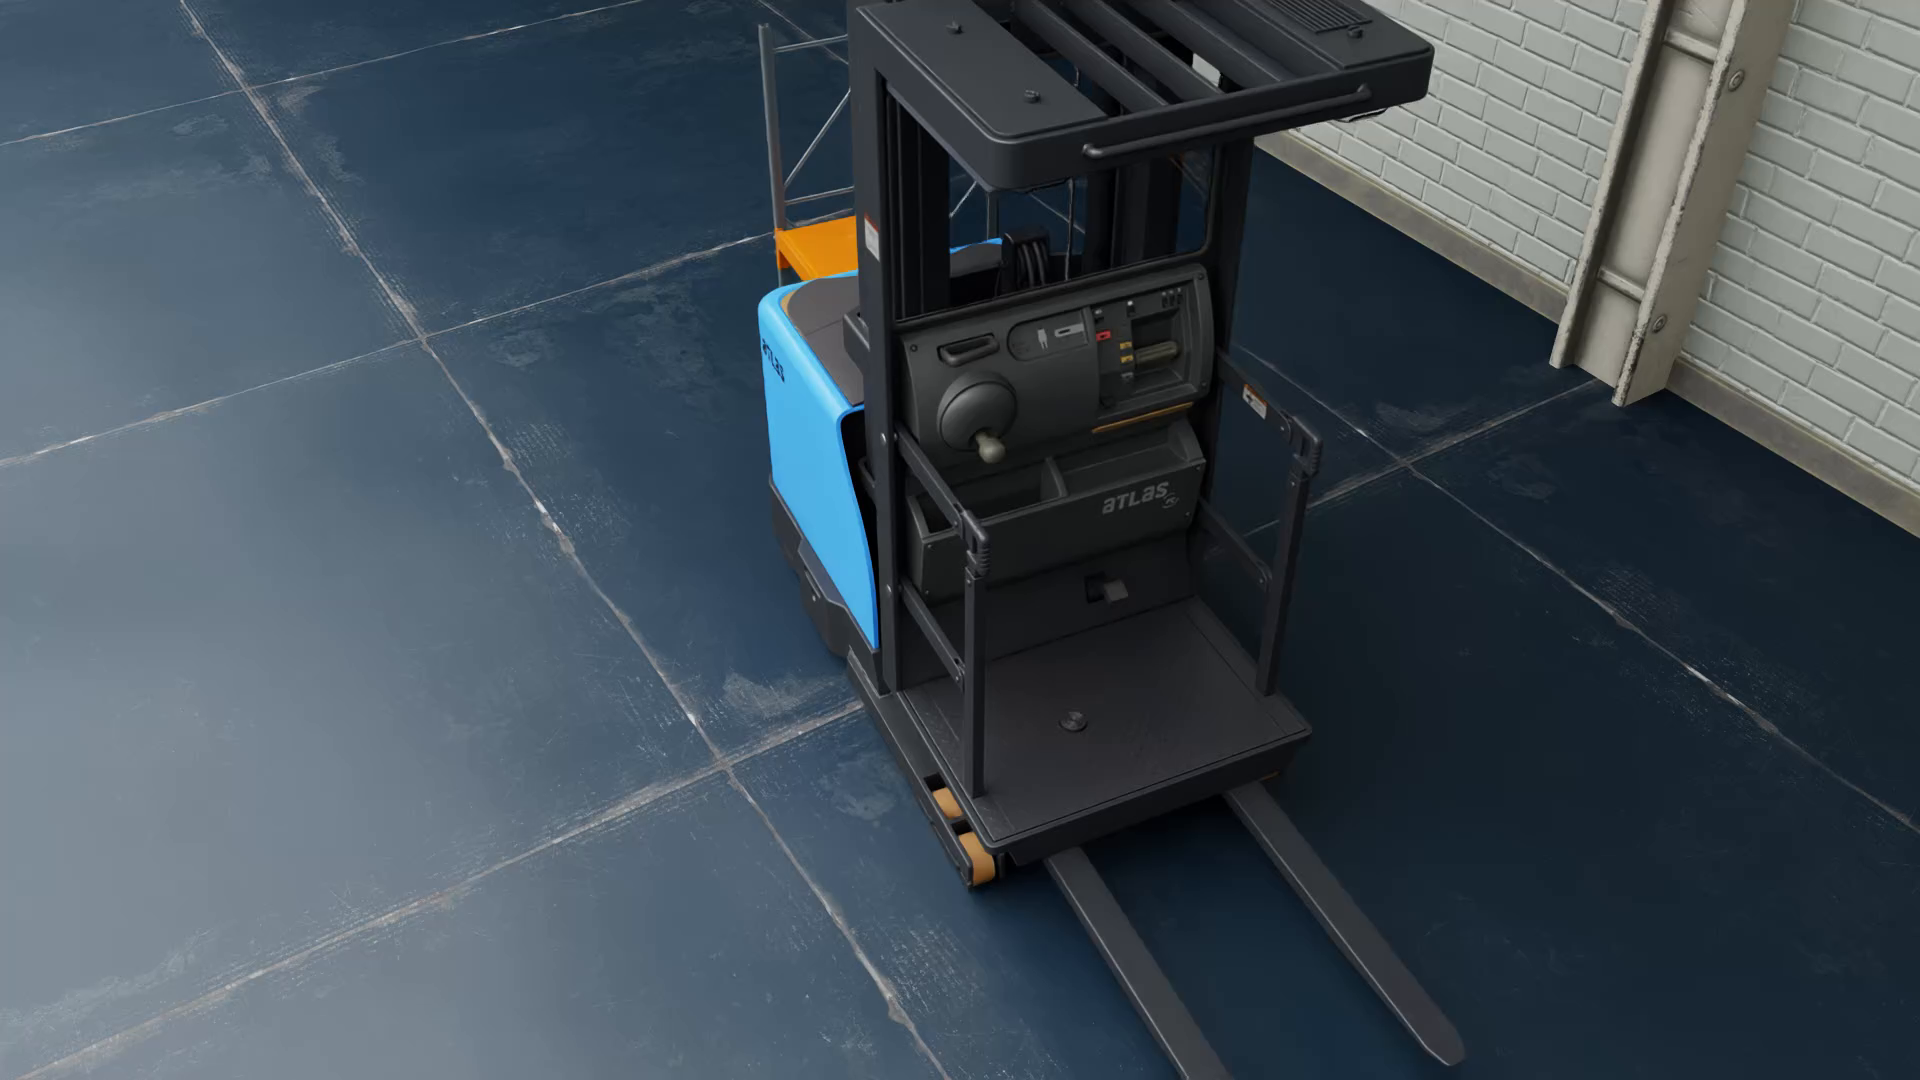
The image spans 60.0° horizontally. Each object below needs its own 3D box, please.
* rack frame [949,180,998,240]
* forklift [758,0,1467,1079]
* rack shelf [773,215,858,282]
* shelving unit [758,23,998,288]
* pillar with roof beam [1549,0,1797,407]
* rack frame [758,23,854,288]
[{"bbox_3d":[-0.098,-0.815,6.056,0.500,1.500,0.032,-16,43,-19],"label":"rack frame"},{"bbox_3d":[0.378,-0.407,4.449,1.130,2.935,3.031,-16,43,-19],"label":"forklift"},{"bbox_3d":[-0.310,-0.973,6.527,0.538,0.185,1.000,-16,43,-19],"label":"rack shelf"},{"bbox_3d":[-0.306,-1.105,6.405,0.587,1.500,1.083,-16,43,-19],"label":"shelving unit"},{"bbox_3d":[-0.859,-2.685,2.443,9.100,9.000,0.400,-22,45,-24],"label":"pillar with roof beam"},{"bbox_3d":[-0.521,-1.407,6.767,0.500,1.500,0.032,-16,43,-19],"label":"rack frame"}]
